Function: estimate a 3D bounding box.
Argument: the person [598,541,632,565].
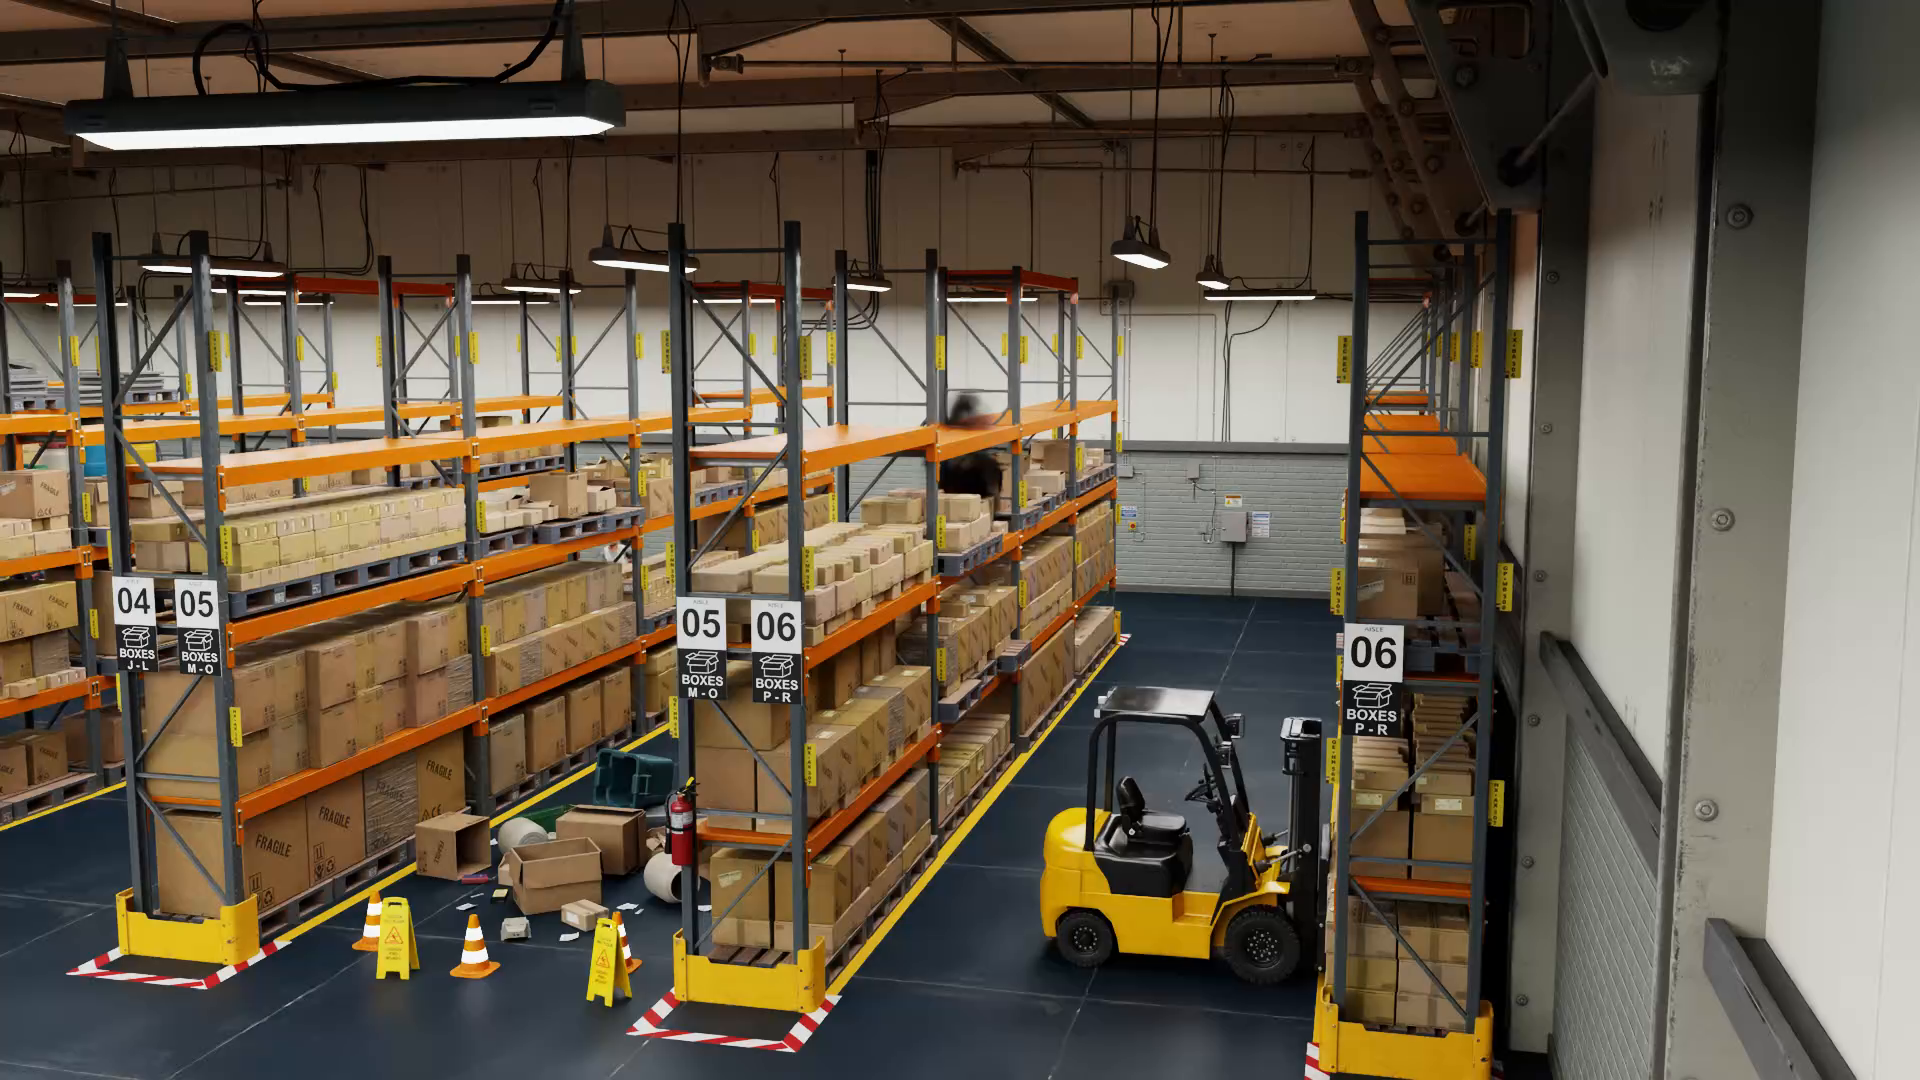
[{"bbox_3d":[-6.008,0.732,29.259,0.670,1.843,0.733,1,7,10],"label":"person"}]

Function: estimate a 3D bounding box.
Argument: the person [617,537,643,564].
[{"bbox_3d":[-6.096,0.577,30.820,0.680,1.700,0.732,-6,9,-43],"label":"person"}]
